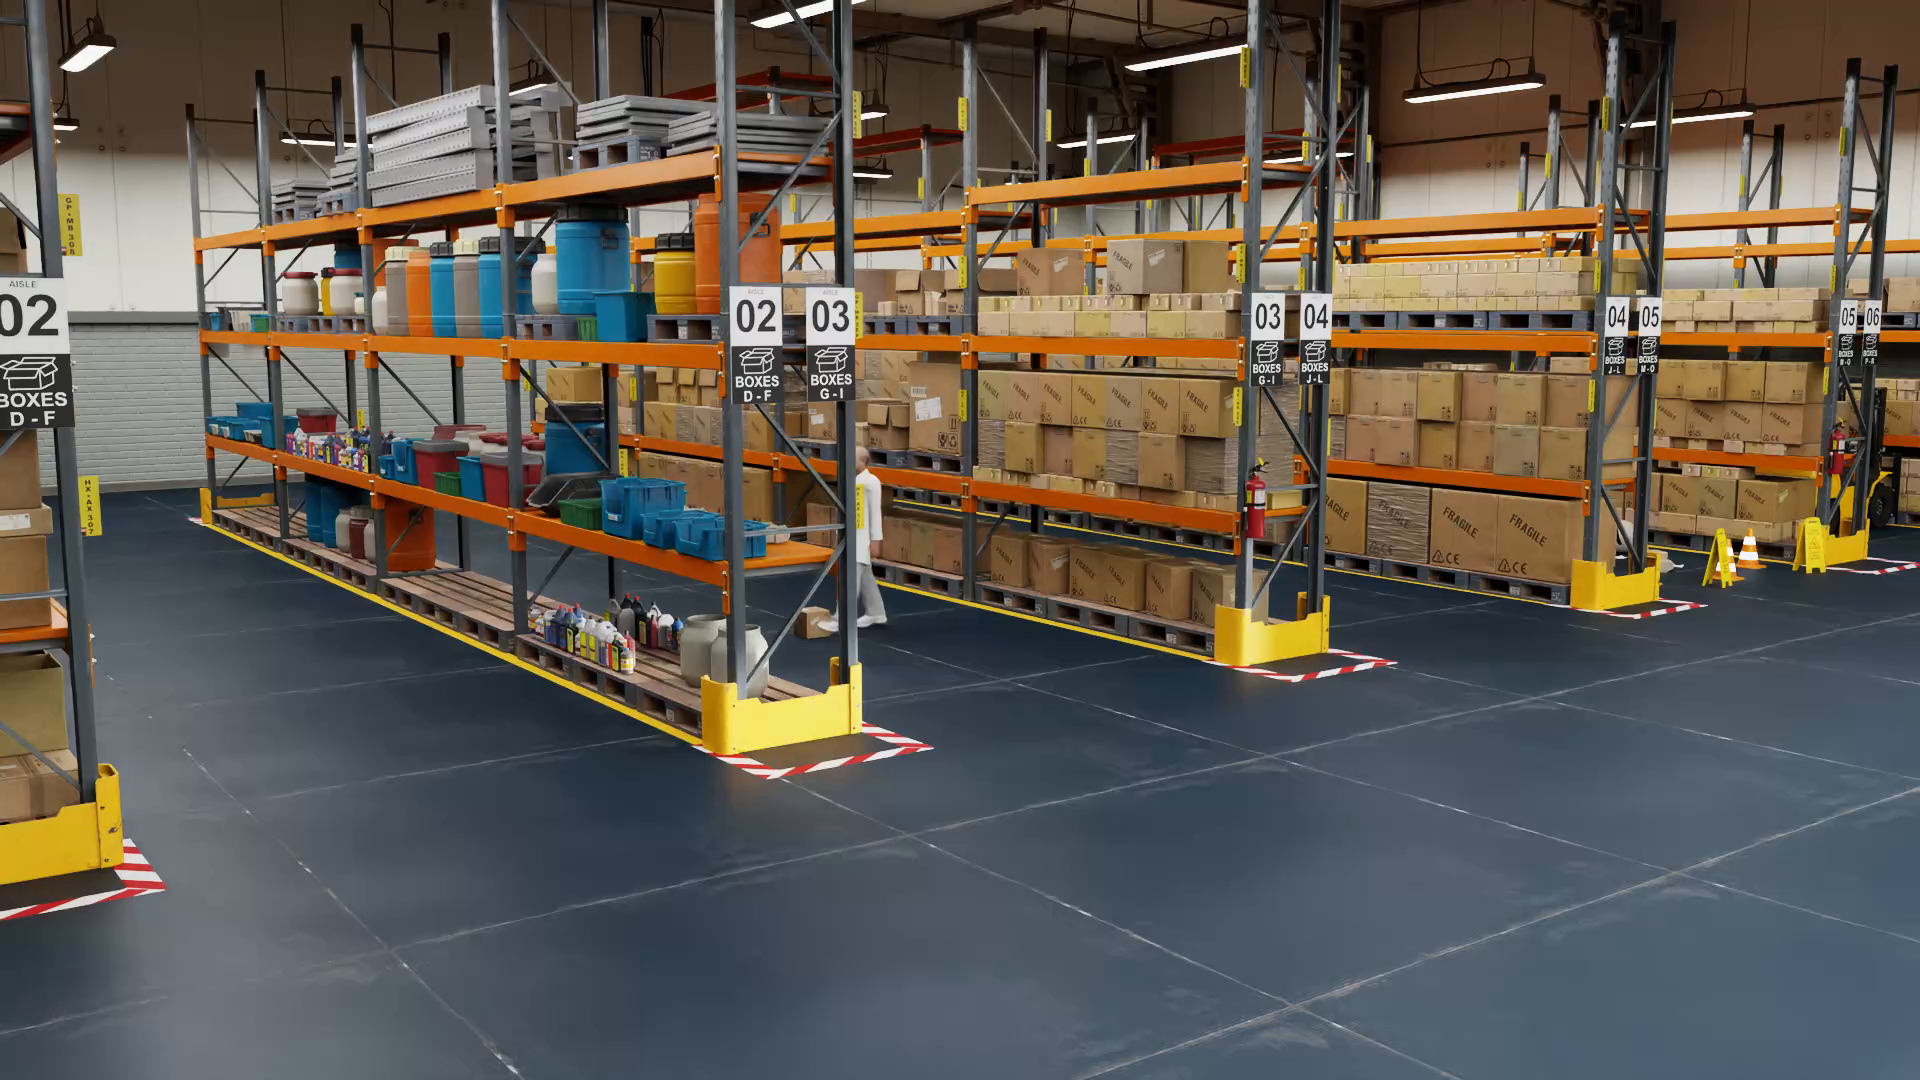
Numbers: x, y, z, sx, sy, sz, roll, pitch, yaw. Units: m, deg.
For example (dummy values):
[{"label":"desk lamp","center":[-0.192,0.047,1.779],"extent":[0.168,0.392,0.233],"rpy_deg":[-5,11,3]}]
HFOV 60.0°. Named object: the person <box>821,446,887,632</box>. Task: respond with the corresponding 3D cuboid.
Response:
[{"label":"person","center":[-1.043,-0.012,15.911],"extent":[0.849,1.765,0.572],"rpy_deg":[-4,9,-30]}]
